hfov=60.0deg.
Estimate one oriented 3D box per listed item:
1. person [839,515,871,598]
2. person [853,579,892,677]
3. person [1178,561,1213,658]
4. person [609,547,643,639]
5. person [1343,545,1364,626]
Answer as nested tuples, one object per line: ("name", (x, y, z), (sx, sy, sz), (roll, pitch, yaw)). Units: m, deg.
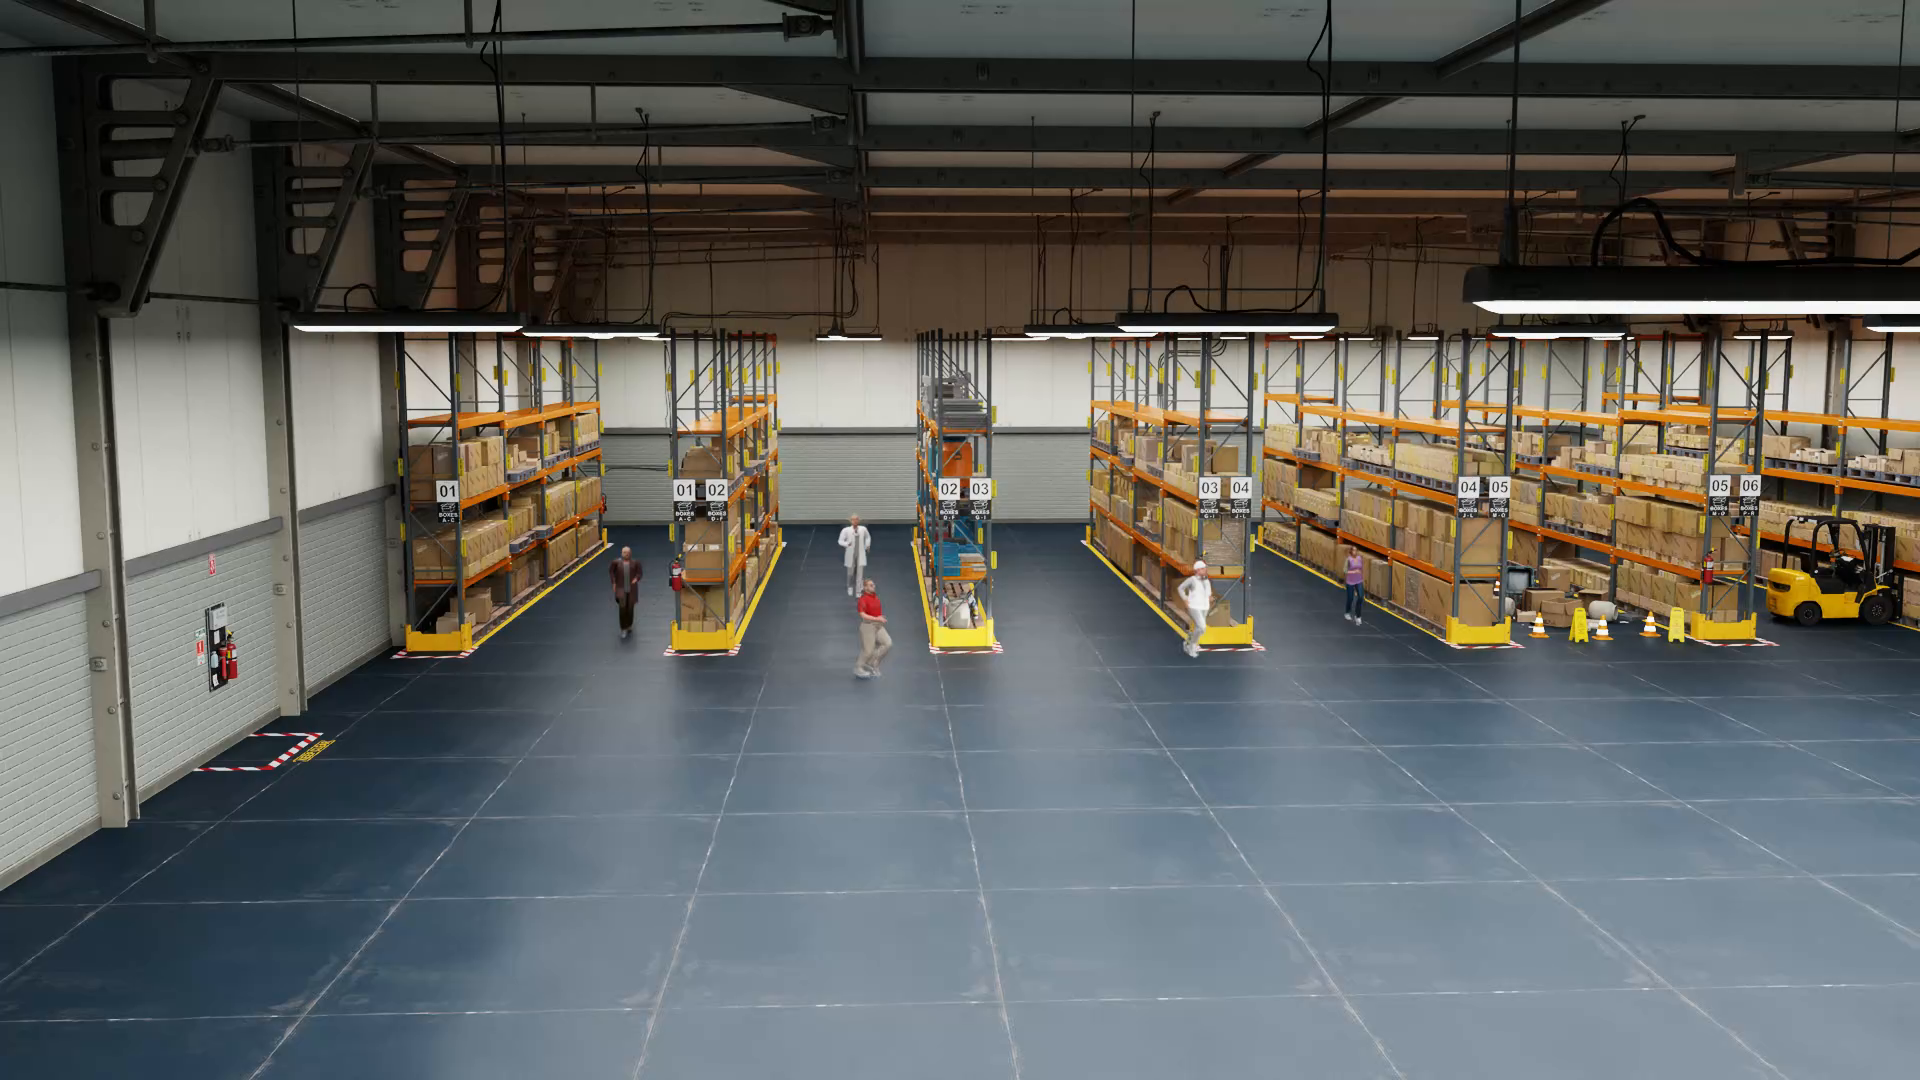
("person", (-2.248, 0.350, 35.788), (0.721, 1.781, 0.886), (-1, 7, -11))
("person", (-1.505, 1.531, 28.591), (0.694, 1.728, 0.673), (3, 8, 27))
("person", (4.374, 1.274, 30.589), (0.647, 1.790, 0.675), (-5, 9, -38))
("person", (-6.539, 1.066, 32.648), (0.617, 1.723, 0.931), (-2, 7, -19))
("person", (8.051, 0.913, 34.071), (0.509, 1.638, 0.706), (-1, 7, -5))
